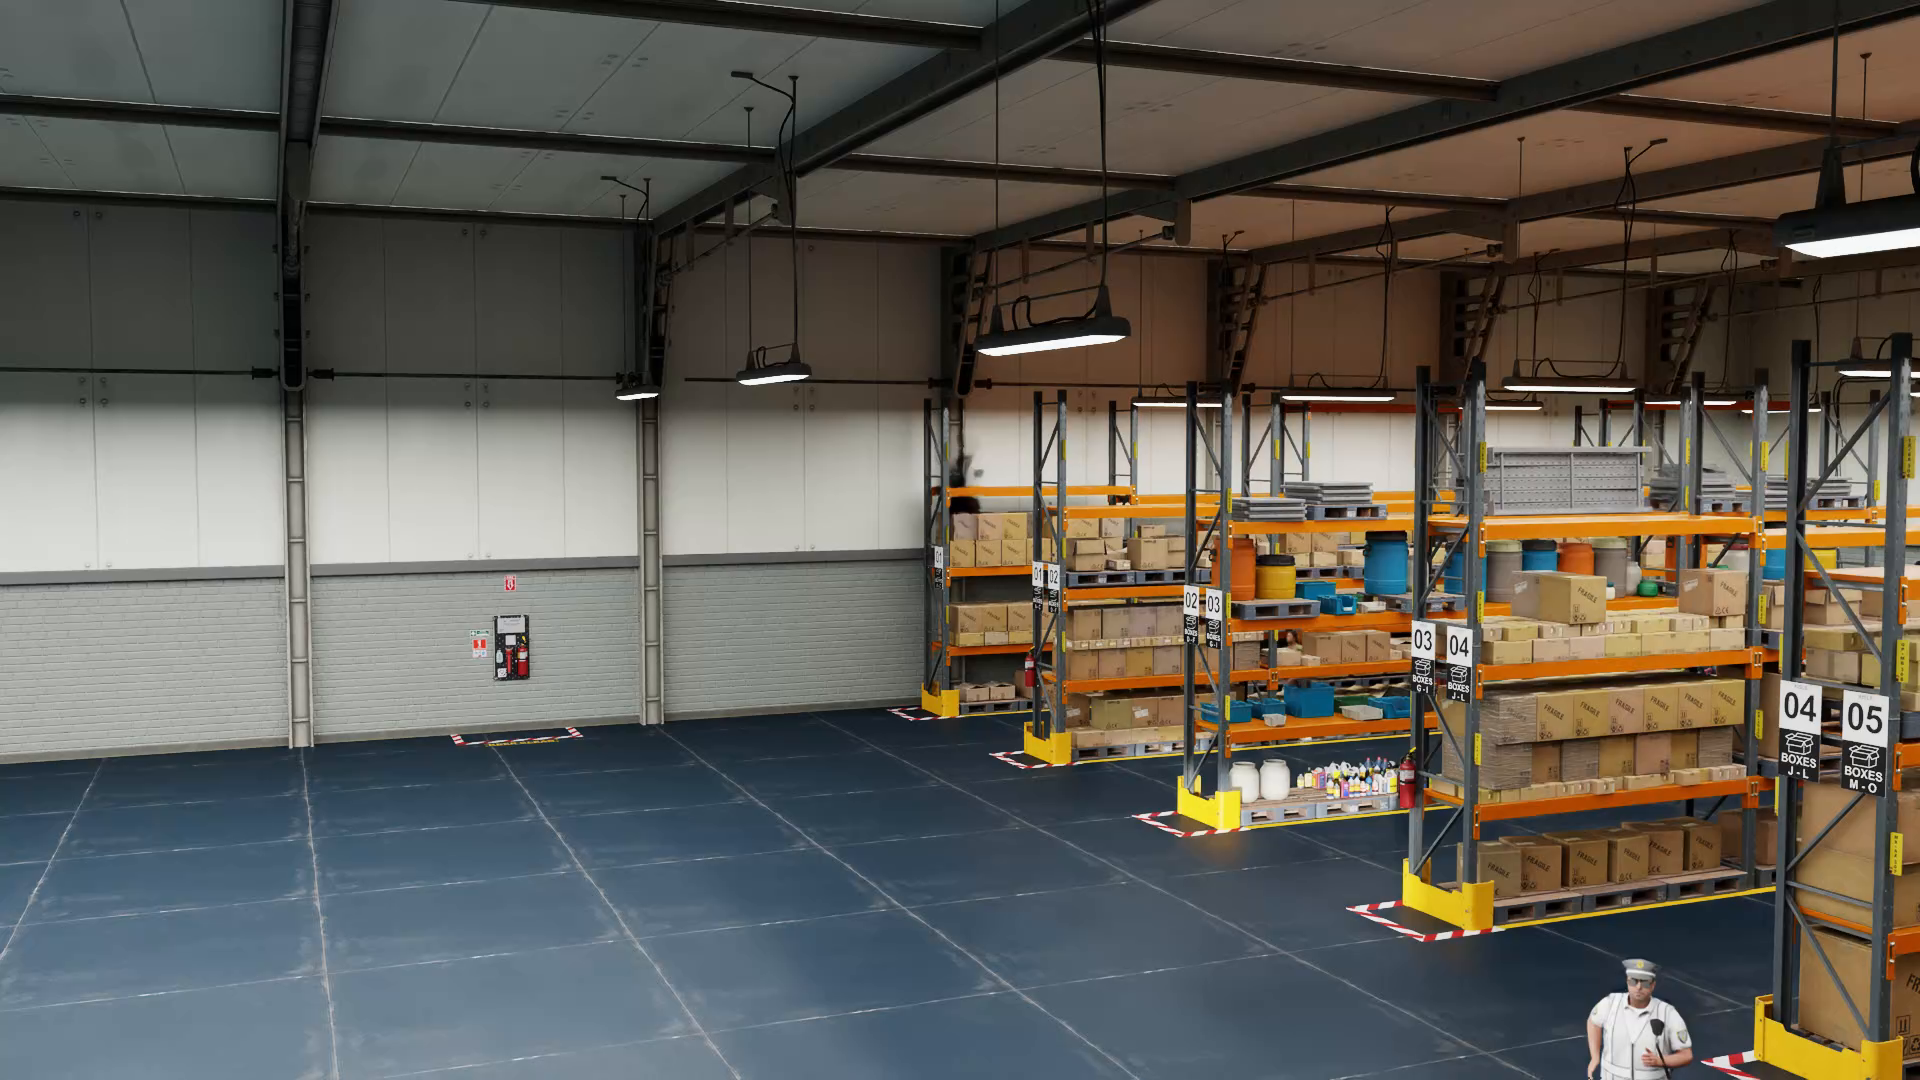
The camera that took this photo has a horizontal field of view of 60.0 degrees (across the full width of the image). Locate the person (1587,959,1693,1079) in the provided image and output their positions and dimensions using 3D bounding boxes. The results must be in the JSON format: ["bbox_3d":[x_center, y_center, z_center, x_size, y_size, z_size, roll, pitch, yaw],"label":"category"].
[{"bbox_3d":[4.446,3.610,10.921,0.664,1.764,0.970,2,4,25],"label":"person"}]

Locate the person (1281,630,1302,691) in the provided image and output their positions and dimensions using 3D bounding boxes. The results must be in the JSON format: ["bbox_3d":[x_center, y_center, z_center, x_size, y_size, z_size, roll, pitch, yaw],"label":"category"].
[{"bbox_3d":[6.162,2.524,30.828,0.706,1.710,0.556,-2,4,-25],"label":"person"}]
